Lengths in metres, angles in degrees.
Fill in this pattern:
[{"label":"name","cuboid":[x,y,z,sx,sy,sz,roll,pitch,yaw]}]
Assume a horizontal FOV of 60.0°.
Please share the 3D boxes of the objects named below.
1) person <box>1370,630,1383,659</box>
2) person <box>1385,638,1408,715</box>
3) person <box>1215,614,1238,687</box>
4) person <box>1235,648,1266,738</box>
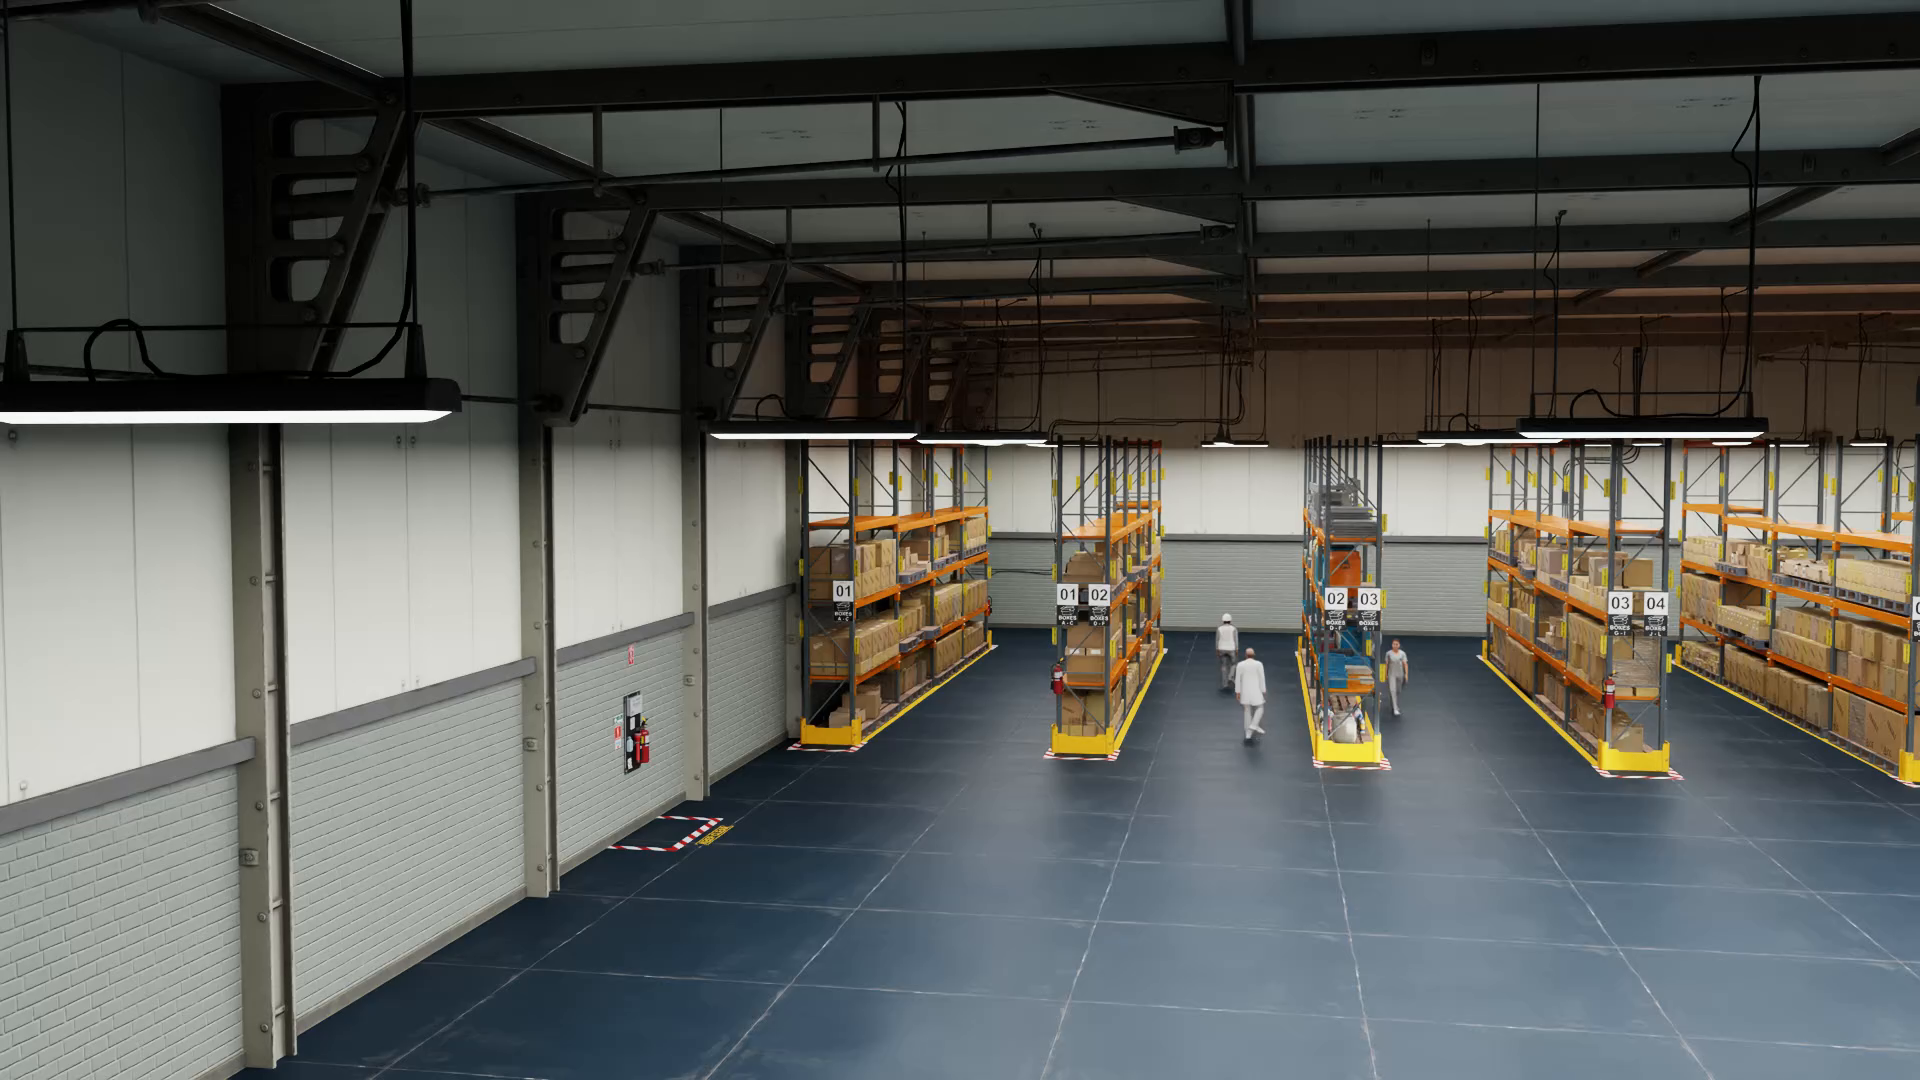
[{"label":"person","cuboid":[11.286,2.420,45.448,0.412,1.679,0.527,-1,3,-26]},{"label":"person","cuboid":[9.446,2.941,35.971,0.463,1.618,0.985,0,3,3]},{"label":"person","cuboid":[6.448,2.668,40.171,0.568,1.773,0.506,1,3,16]},{"label":"person","cuboid":[5.775,3.041,33.081,0.613,1.771,0.572,1,3,21]}]
